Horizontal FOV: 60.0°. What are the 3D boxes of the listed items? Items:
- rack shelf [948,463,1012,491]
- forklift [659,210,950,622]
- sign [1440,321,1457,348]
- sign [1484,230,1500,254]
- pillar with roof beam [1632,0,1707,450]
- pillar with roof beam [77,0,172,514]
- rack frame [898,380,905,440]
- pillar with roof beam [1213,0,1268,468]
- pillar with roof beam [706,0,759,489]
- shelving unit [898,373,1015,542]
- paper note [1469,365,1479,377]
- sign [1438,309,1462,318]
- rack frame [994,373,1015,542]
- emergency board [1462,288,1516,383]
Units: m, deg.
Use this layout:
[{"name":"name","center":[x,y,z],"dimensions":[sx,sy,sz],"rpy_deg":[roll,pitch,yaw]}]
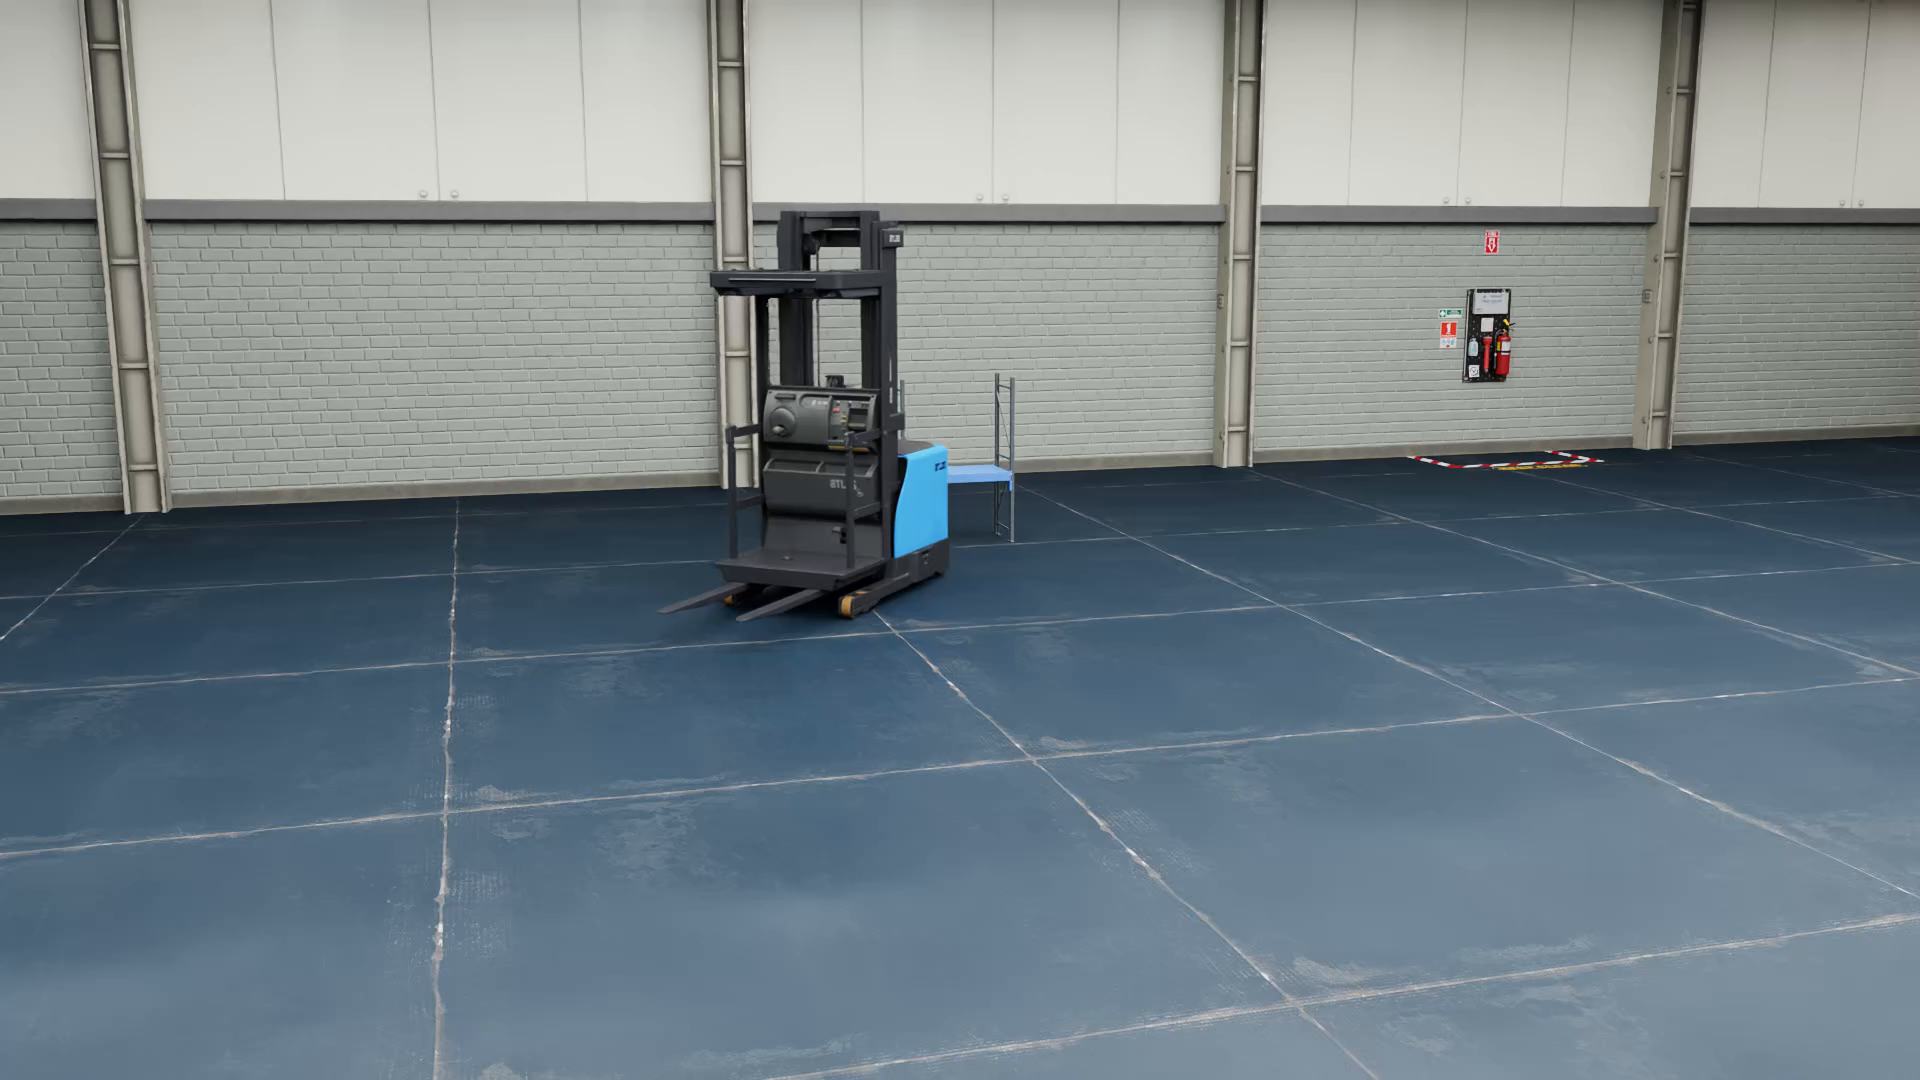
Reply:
[{"name":"rack shelf","center":[-0.082,-0.556,15.123],"dimensions":[1.000,0.185,0.538],"rpy_deg":[-3,11,-16]},{"name":"forklift","center":[-1.143,-0.958,12.357],"dimensions":[1.130,2.935,3.031],"rpy_deg":[5,11,23]},{"name":"sign","center":[6.119,-2.570,20.827],"dimensions":[0.234,0.329,0.001],"rpy_deg":[-3,11,-16]},{"name":"sign","center":[6.643,-3.719,20.767],"dimensions":[0.199,0.298,0.001],"rpy_deg":[-3,11,-16]},{"name":"pillar with roof beam","center":[10.265,-4.883,16.920],"dimensions":[0.400,9.000,9.100],"rpy_deg":[-3,11,-16]},{"name":"pillar with roof beam","center":[-7.017,-3.972,11.972],"dimensions":[0.400,9.000,9.100],"rpy_deg":[-3,11,-16]},{"name":"rack frame","center":[-0.570,-0.708,14.951],"dimensions":[0.032,1.500,0.500],"rpy_deg":[-3,11,-16]},{"name":"pillar with roof beam","center":[4.504,-4.579,15.270],"dimensions":[0.400,9.000,9.100],"rpy_deg":[-3,11,-16]},{"name":"pillar with roof beam","center":[-1.257,-4.276,13.621],"dimensions":[0.400,9.000,9.100],"rpy_deg":[-3,11,-16]},{"name":"shelving unit","center":[-0.082,-0.733,15.091],"dimensions":[1.048,1.500,0.538],"rpy_deg":[-3,11,-16]},{"name":"paper note","center":[6.489,-2.132,20.981],"dimensions":[0.142,0.148,0.016],"rpy_deg":[-3,11,-16]},{"name":"sign","center":[6.126,-2.829,20.772],"dimensions":[0.331,0.109,0.001],"rpy_deg":[-3,11,-16]},{"name":"rack frame","center":[0.406,-0.759,15.230],"dimensions":[0.032,1.500,0.500],"rpy_deg":[-3,11,-16]},{"name":"emergency board","center":[6.679,-2.563,20.885],"dimensions":[0.643,1.169,0.194],"rpy_deg":[-3,11,-16]}]
